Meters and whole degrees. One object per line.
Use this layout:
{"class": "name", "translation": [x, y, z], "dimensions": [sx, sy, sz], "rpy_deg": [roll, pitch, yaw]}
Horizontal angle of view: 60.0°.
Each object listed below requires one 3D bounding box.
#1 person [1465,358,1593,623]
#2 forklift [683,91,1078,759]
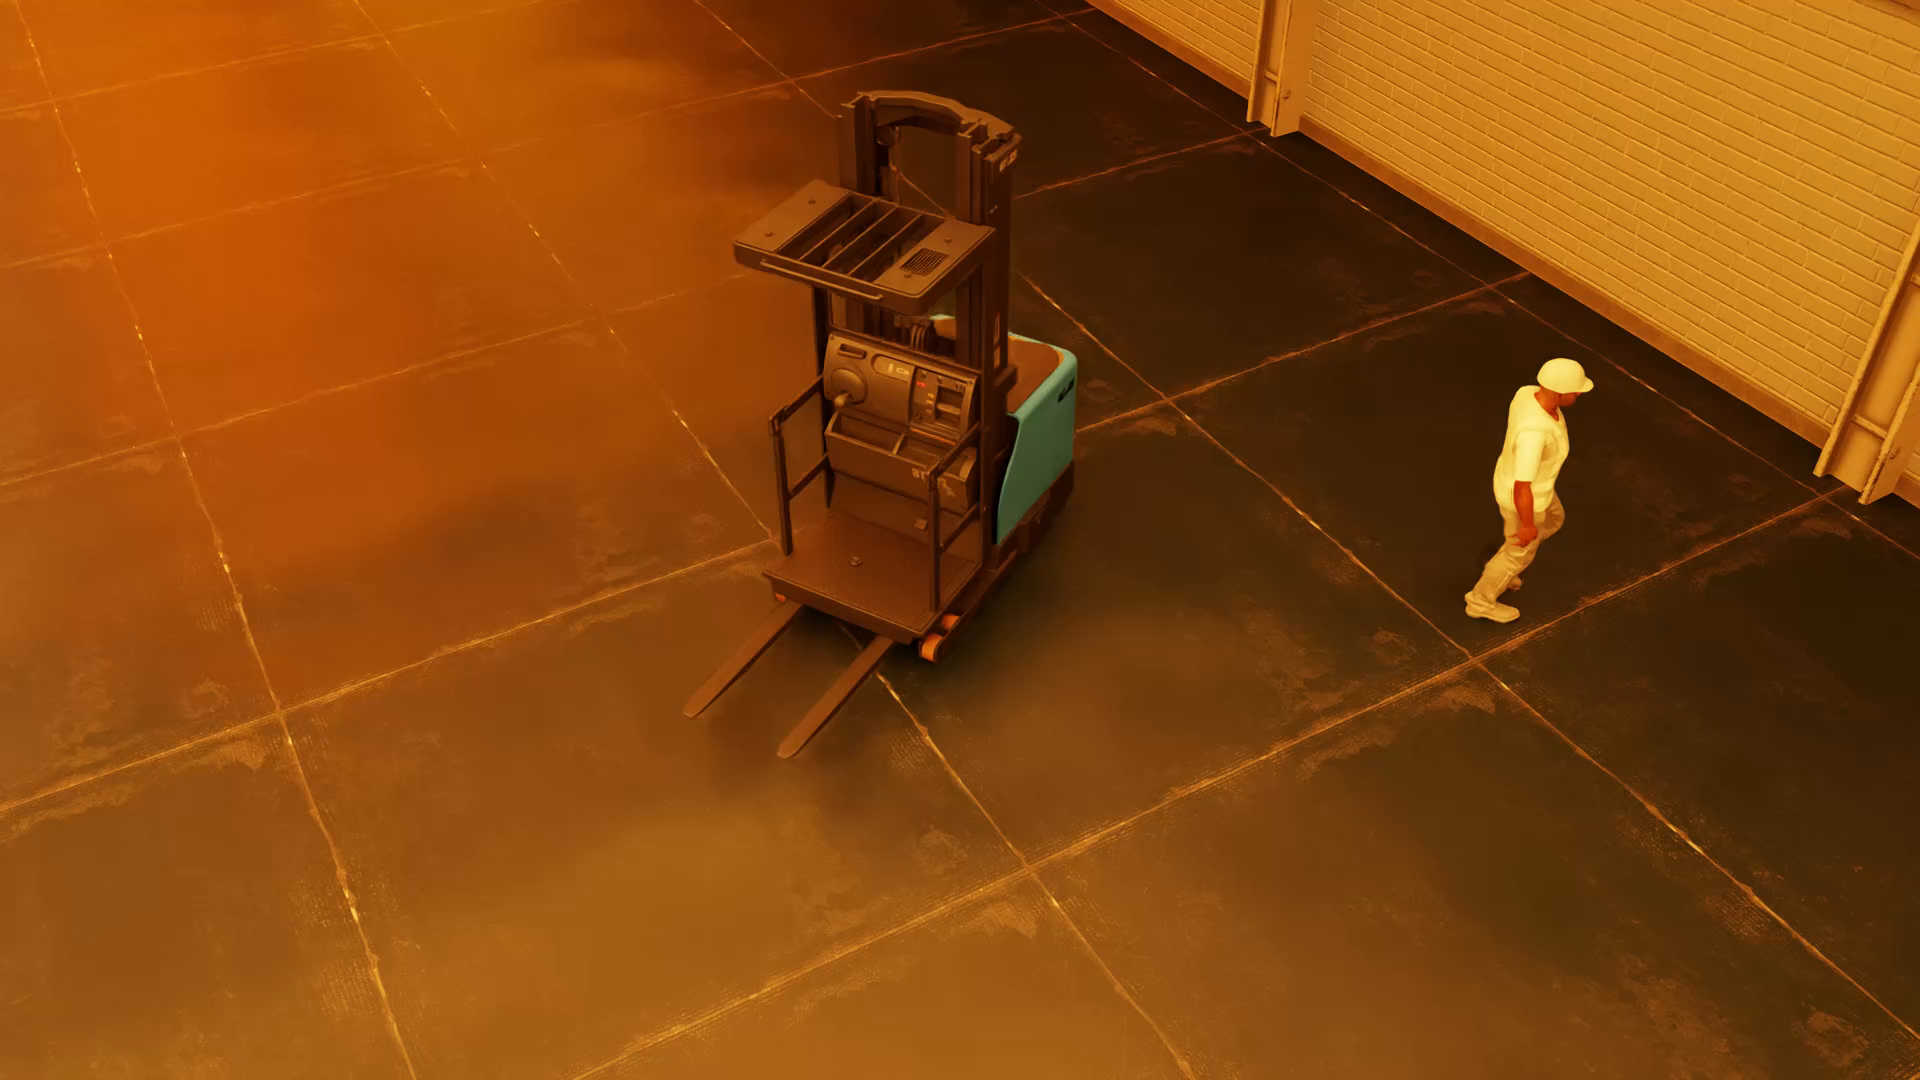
{"class": "person", "translation": [3.217, -0.265, 9.302], "dimensions": [0.483, 1.764, 0.687], "rpy_deg": [7, 40, 9]}
{"class": "forklift", "translation": [-0.440, -0.767, 8.961], "dimensions": [1.130, 2.935, 3.031], "rpy_deg": [20, 44, 22]}
